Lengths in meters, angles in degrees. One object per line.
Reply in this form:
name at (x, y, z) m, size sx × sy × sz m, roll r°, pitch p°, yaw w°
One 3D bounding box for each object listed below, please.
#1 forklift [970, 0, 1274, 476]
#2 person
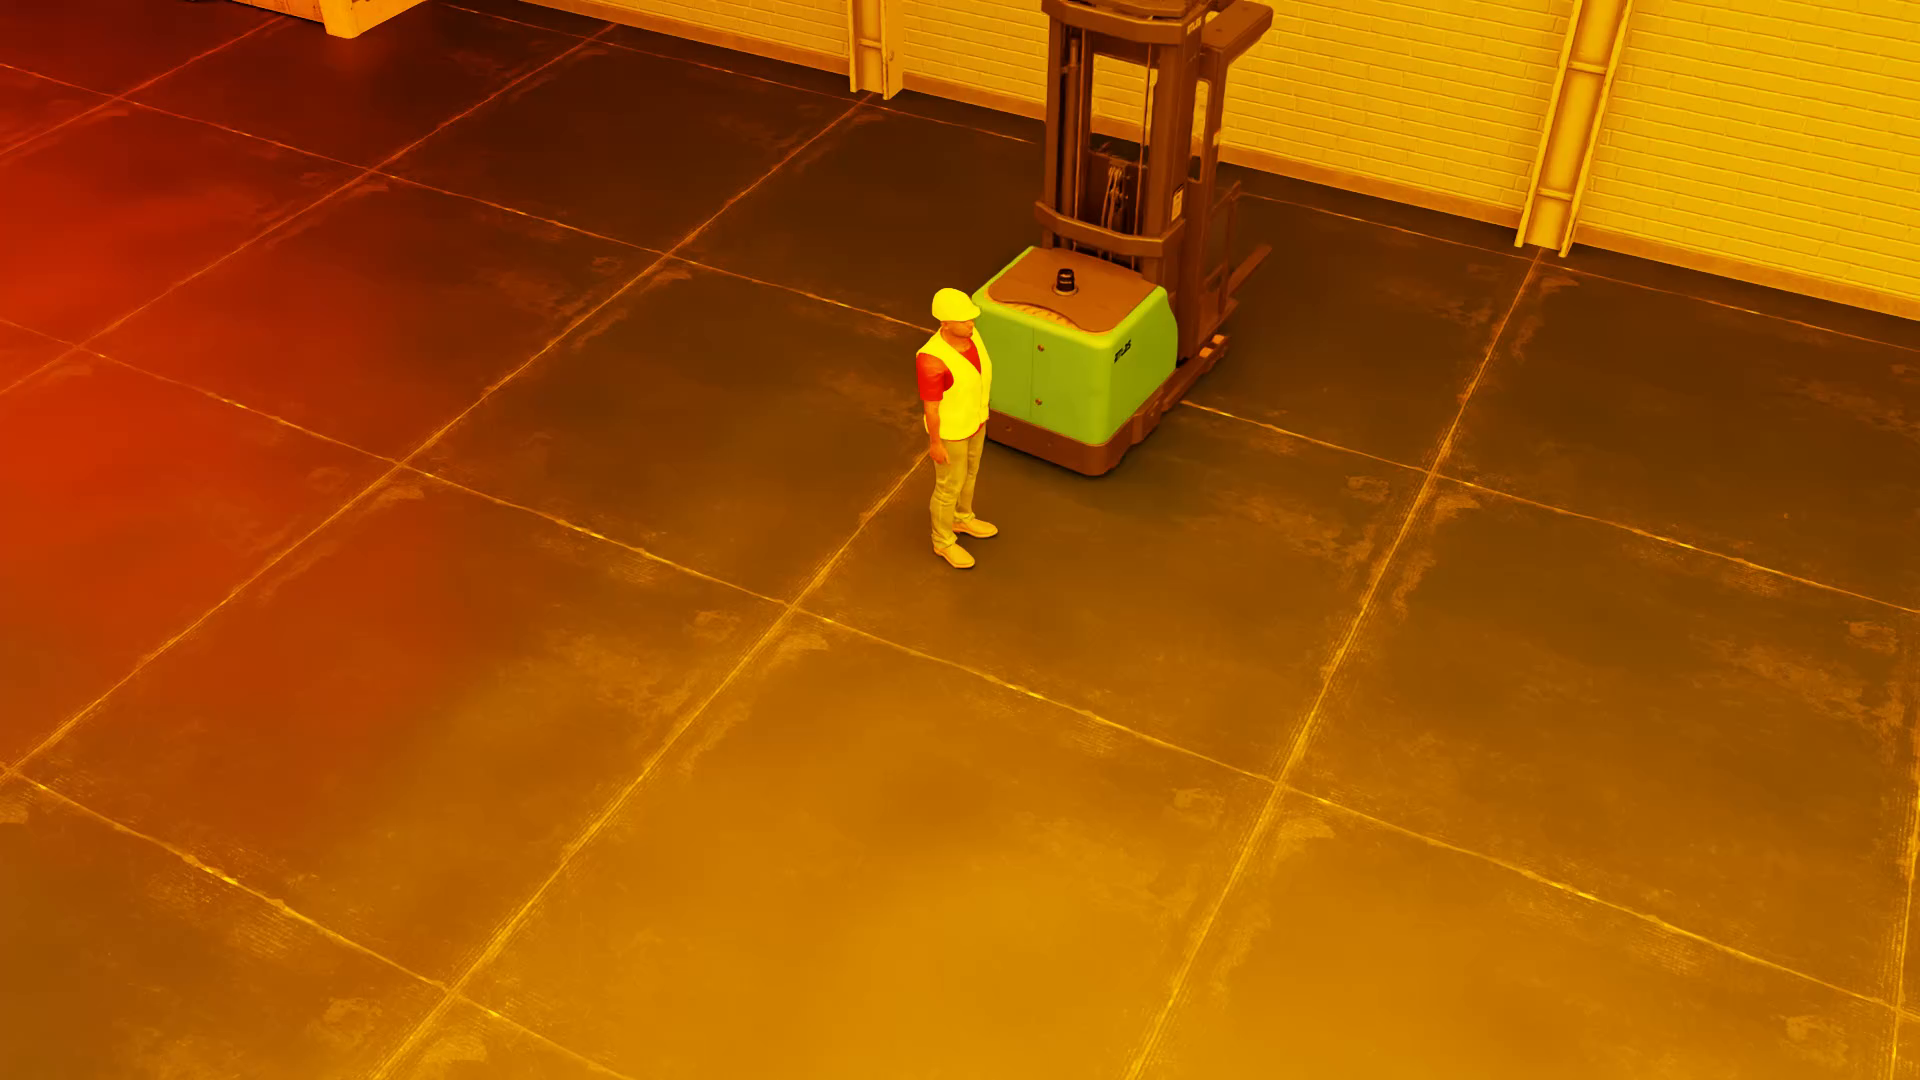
forklift at (1.257, -2.453, 10.900) m, size 1.130 × 2.935 × 3.031 m, roll 22°, pitch 45°, yaw 24°
person at (0.000, -0.677, 9.696) m, size 0.395 × 1.770 × 0.556 m, roll 18°, pitch 43°, yaw 21°
